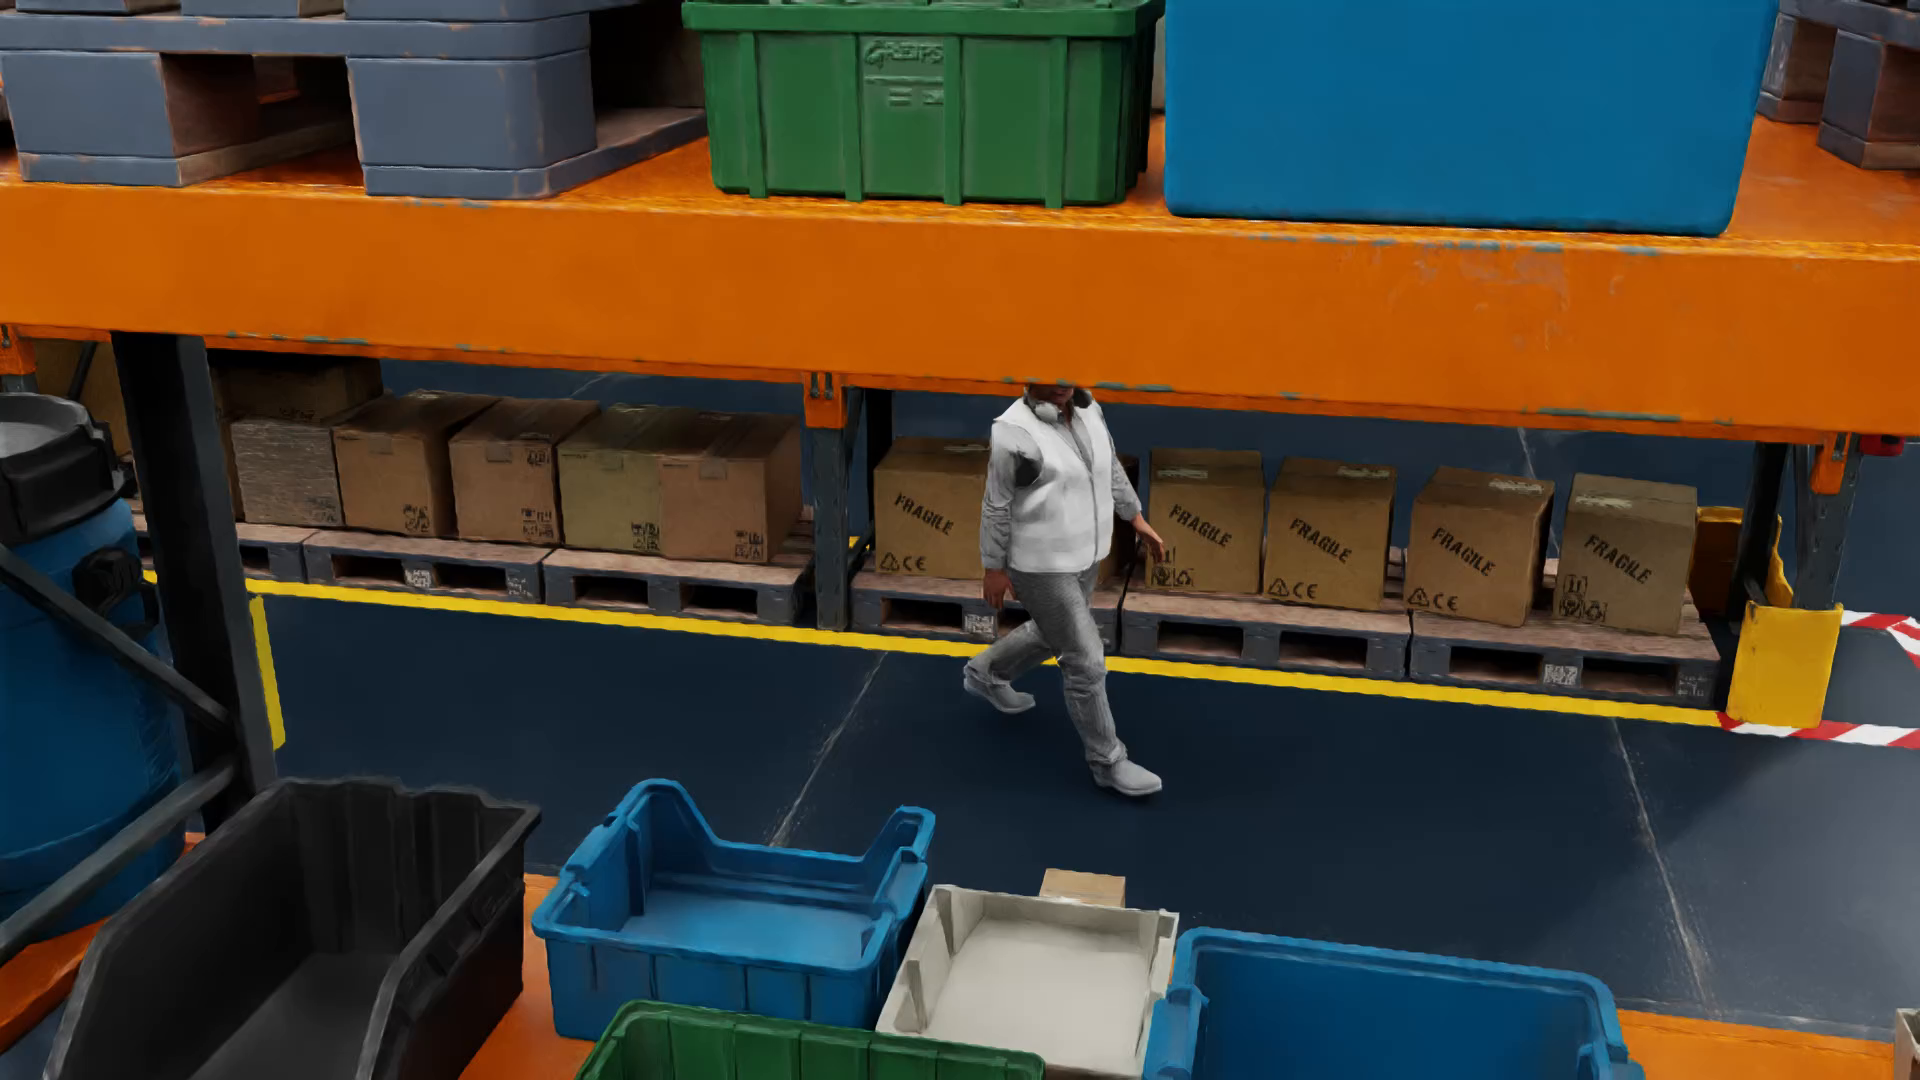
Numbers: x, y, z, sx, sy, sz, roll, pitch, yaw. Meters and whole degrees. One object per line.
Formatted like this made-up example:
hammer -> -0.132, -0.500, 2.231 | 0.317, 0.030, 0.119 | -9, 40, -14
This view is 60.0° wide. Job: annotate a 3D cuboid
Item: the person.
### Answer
person -> 0.358, 0.030, 5.992 | 0.976, 1.745, 0.640 | 16, 27, 35
